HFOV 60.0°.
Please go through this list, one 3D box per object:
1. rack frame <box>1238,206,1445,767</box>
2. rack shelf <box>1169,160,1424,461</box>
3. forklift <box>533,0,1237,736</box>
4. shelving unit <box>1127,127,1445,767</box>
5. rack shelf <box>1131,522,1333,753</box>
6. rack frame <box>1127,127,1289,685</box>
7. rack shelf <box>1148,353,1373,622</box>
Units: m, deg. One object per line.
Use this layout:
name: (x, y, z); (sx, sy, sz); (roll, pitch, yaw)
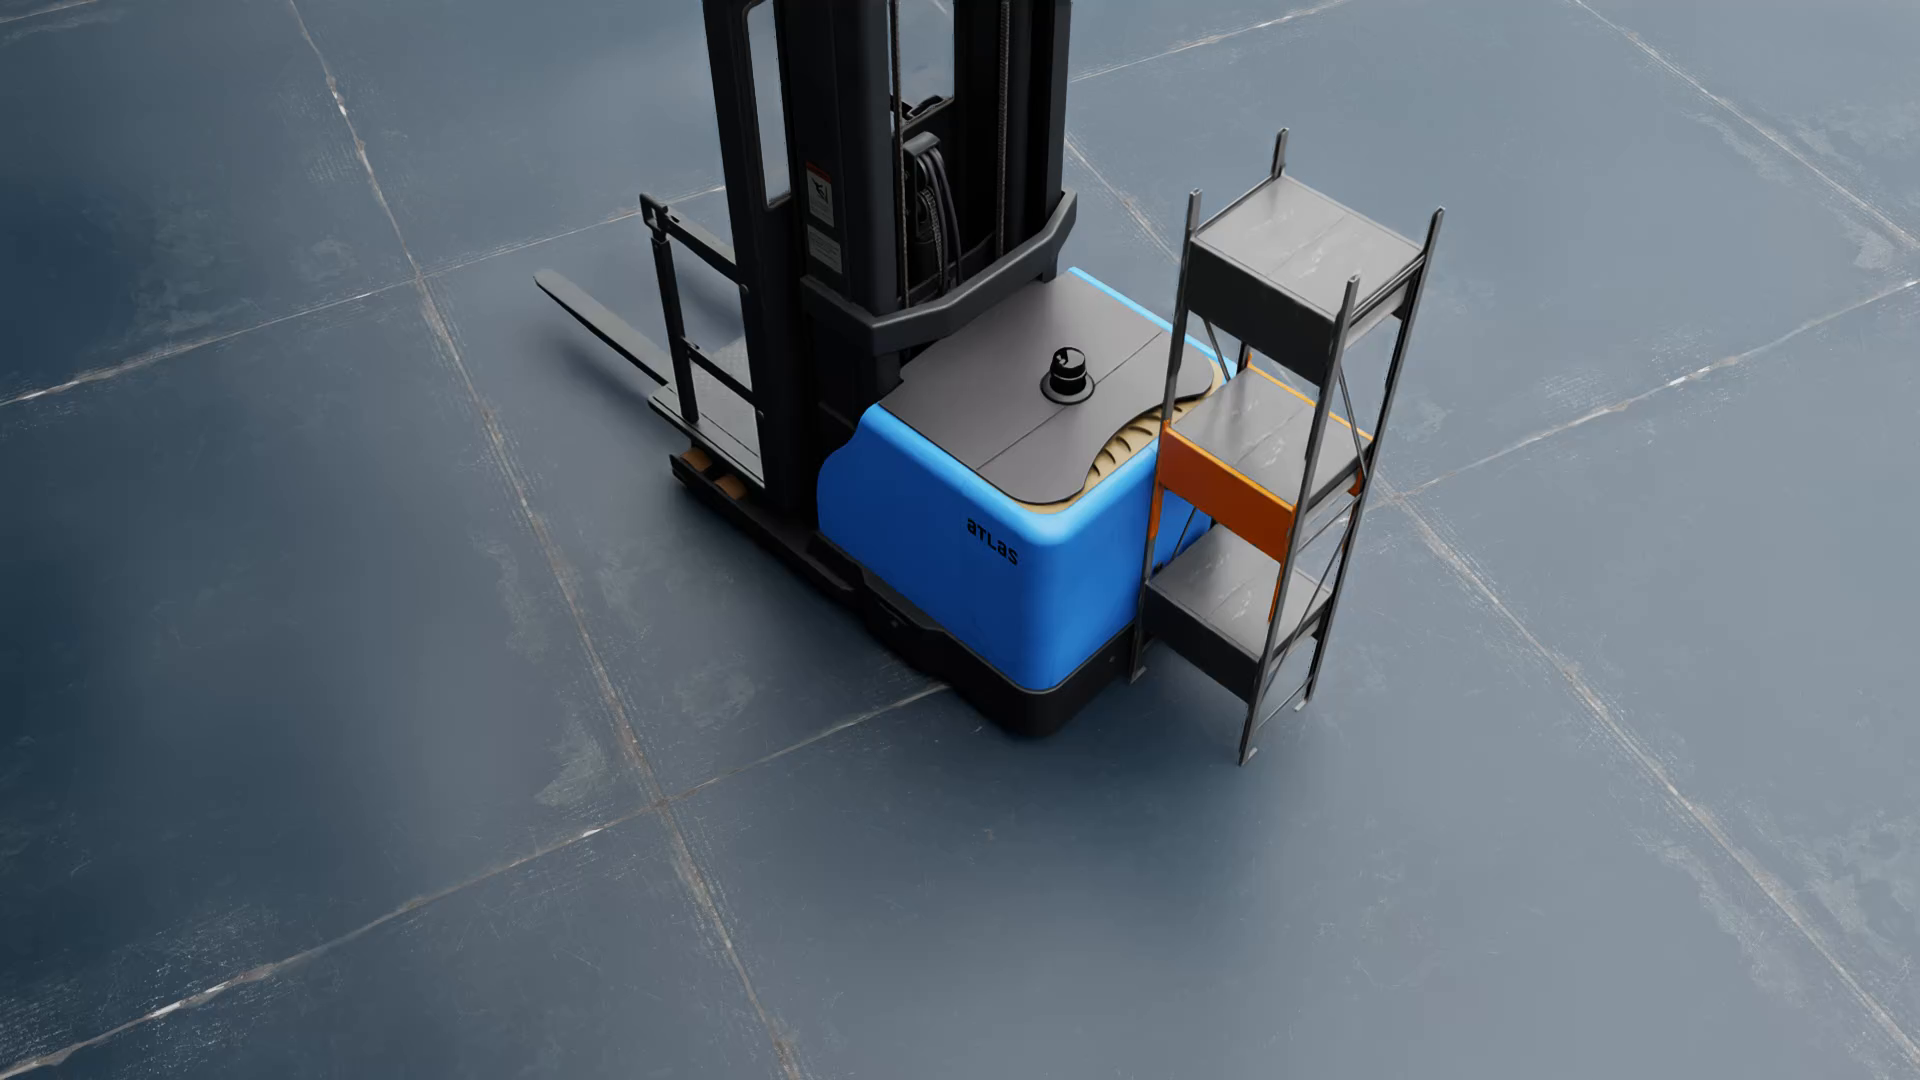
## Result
rack frame: (1.079, -0.040, 4.890); (0.015, 2.100, 0.400); (36, 58, 27)
rack shelf: (0.905, -0.620, 4.486); (0.480, 0.518, 0.431); (36, 58, 27)
forklift: (-0.463, -1.305, 5.444); (3.031, 2.935, 1.130); (36, 58, 27)
shelving unit: (0.905, -0.168, 5.002); (0.503, 2.100, 0.431); (36, 58, 27)
rack shelf: (0.905, 0.302, 5.539); (0.480, 0.518, 0.431); (36, 58, 27)
rack frame: (0.730, -0.297, 5.114); (0.015, 2.100, 0.400); (36, 58, 27)
rack shelf: (0.905, -0.159, 5.012); (0.480, 0.518, 0.431); (36, 58, 27)
